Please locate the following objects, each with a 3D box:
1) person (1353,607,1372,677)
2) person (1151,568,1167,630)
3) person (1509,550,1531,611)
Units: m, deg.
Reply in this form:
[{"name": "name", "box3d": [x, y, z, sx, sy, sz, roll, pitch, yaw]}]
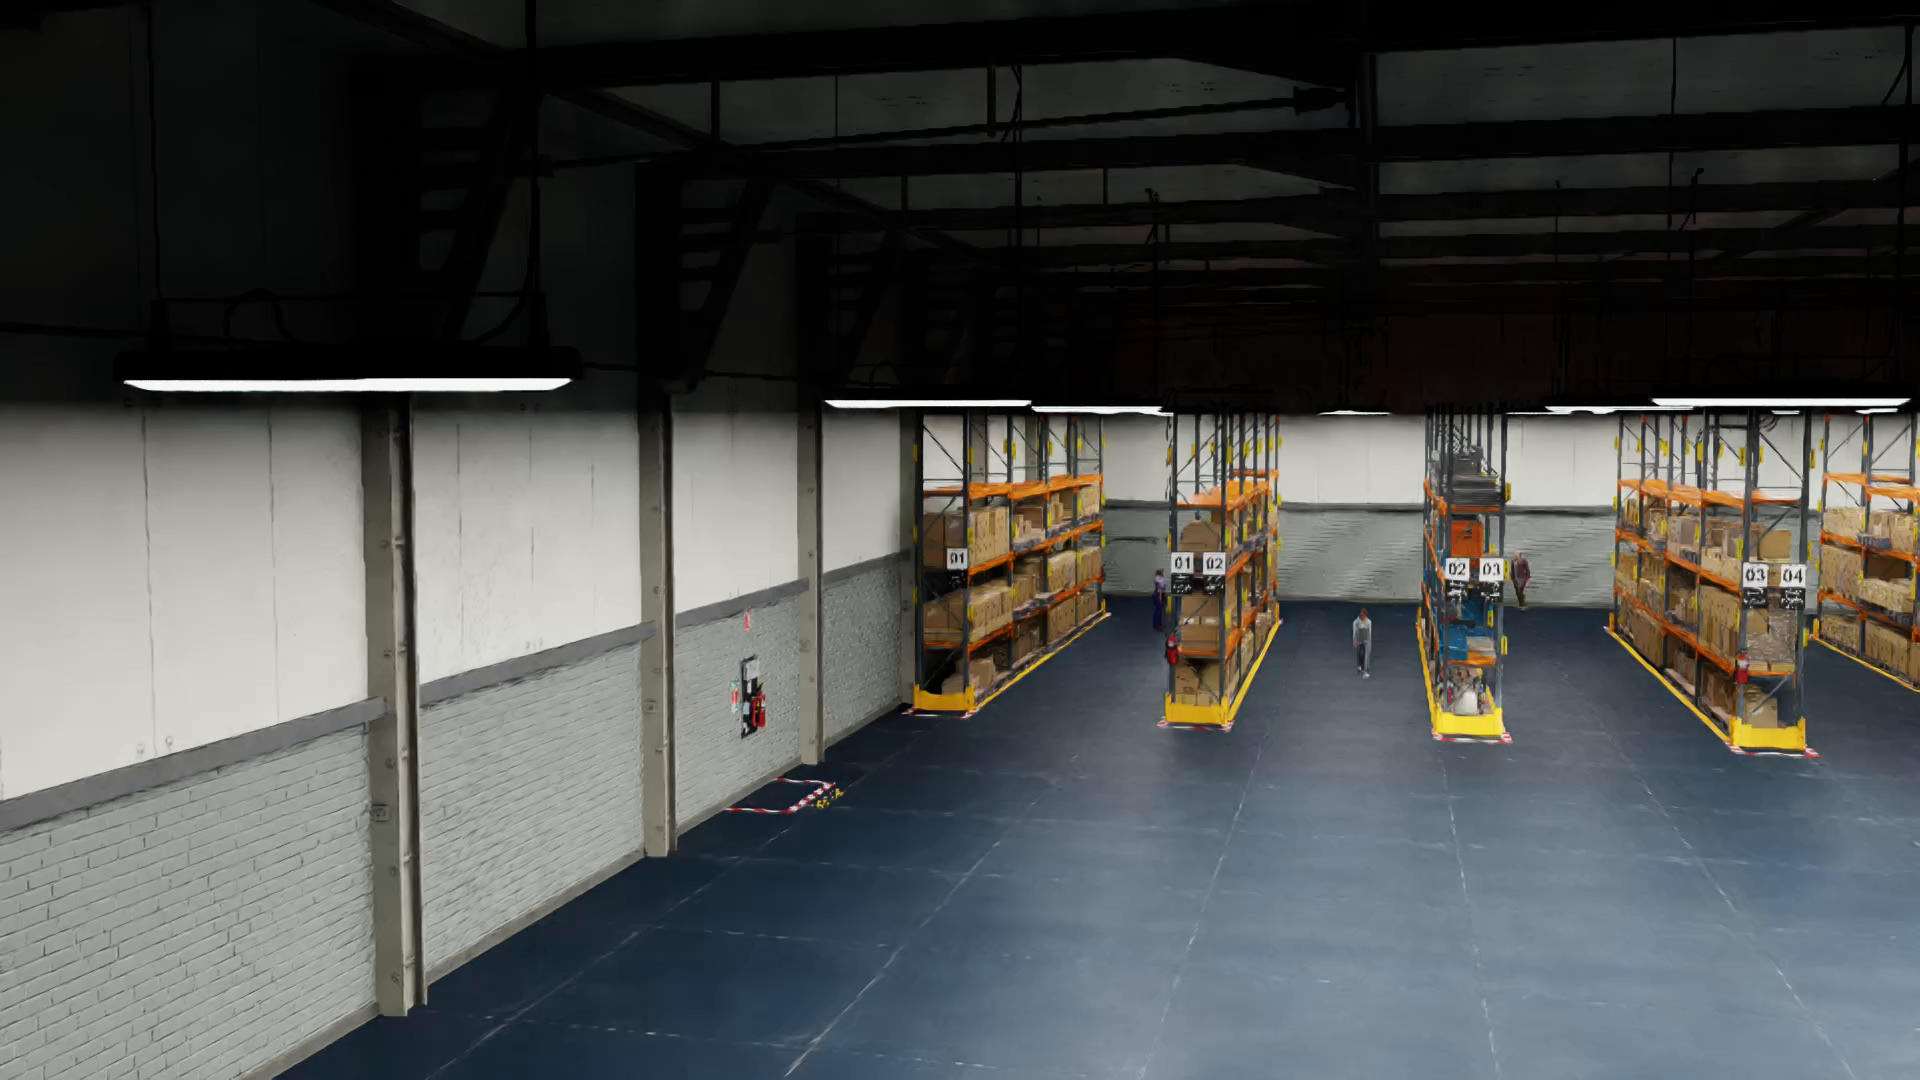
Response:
[{"name": "person", "box3d": [8.893, 2.234, 36.781, 0.417, 1.517, 1.037, 1, 4, 16]}, {"name": "person", "box3d": [5.410, 1.573, 44.895, 0.447, 1.657, 0.578, 0, 4, -5]}, {"name": "person", "box3d": [16.607, 1.244, 49.279, 0.530, 1.681, 0.688, -2, 5, -23]}]
